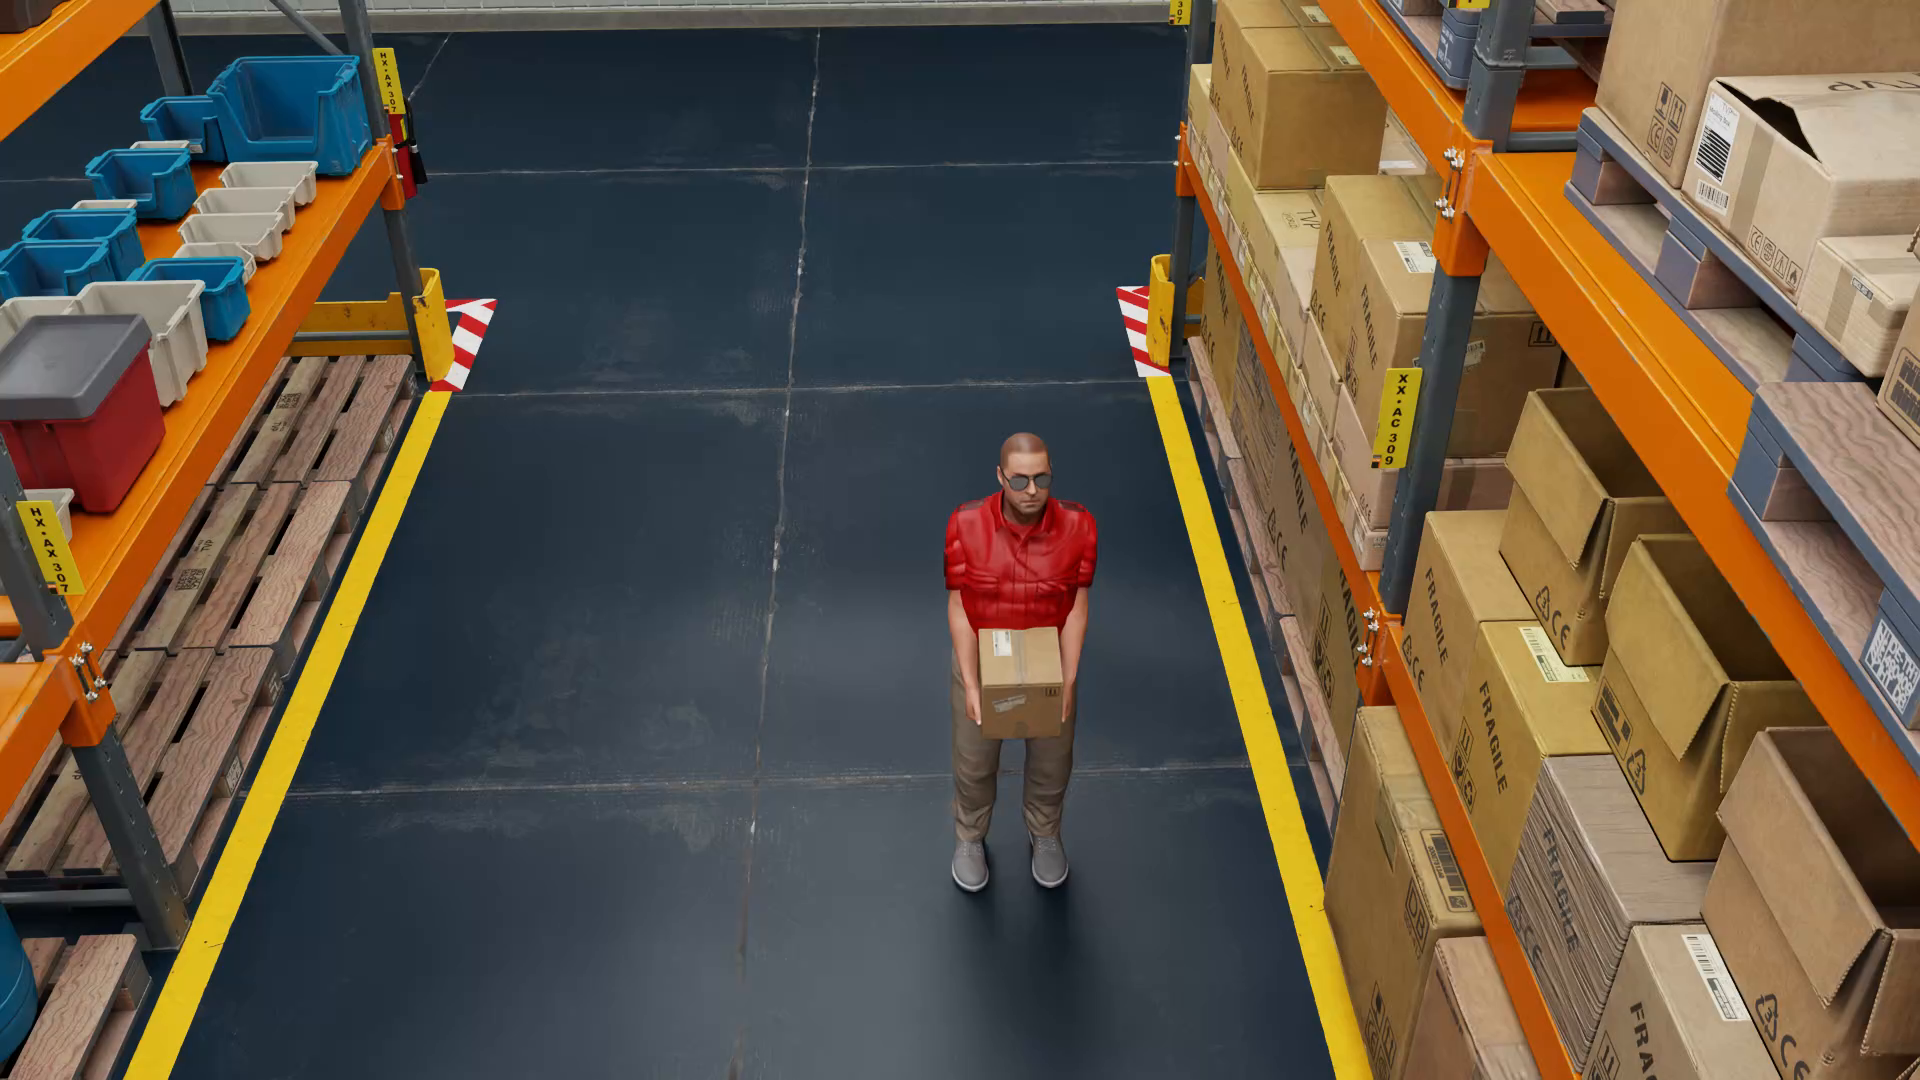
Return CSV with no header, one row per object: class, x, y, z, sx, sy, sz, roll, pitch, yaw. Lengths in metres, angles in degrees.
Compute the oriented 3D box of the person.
person,0.199,0.481,5.483,0.493,1.712,0.537,-1,35,-2
